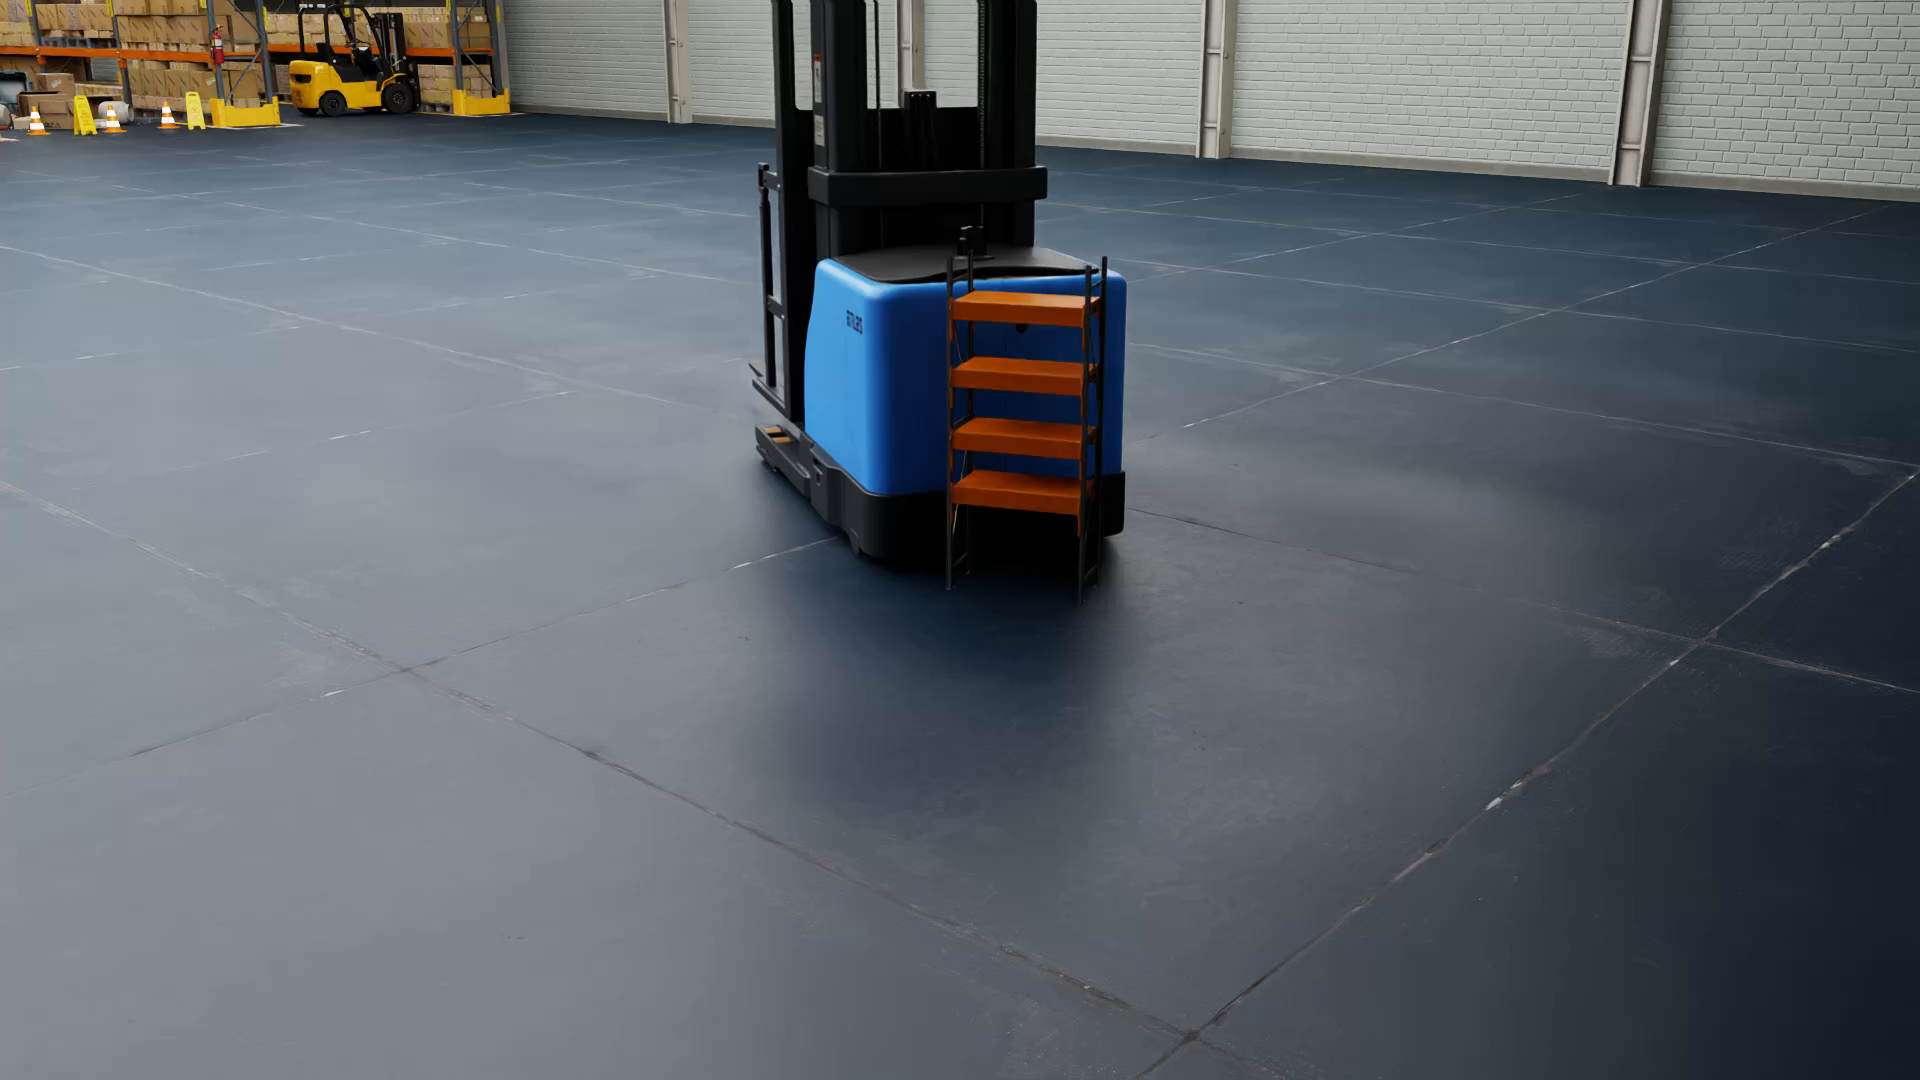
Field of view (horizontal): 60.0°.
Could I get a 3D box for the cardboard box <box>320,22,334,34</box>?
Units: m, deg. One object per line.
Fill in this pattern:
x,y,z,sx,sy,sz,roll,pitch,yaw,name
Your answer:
-13.799,-11.349,36.834,0.500,0.250,0.500,14,23,38,cardboard box

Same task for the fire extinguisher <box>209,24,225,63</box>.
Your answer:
-13.393,-8.949,29.977,0.183,0.674,0.296,15,23,39,fire extinguisher

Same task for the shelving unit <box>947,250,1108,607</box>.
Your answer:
0.232,-0.396,5.874,0.503,1.200,0.258,6,19,18,shelving unit

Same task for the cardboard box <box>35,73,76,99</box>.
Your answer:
-17.324,-8.677,31.873,0.500,0.500,0.500,15,23,39,cardboard box

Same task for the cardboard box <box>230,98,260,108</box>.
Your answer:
-13.593,-8.227,31.427,0.500,0.250,0.500,15,23,39,cardboard box

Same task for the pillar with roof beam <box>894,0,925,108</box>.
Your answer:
-3.686,-10.056,23.422,0.400,9.000,9.100,15,23,39,pillar with roof beam

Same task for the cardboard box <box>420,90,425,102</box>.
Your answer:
-11.176,-9.353,34.976,0.500,0.250,0.500,15,23,40,cardboard box

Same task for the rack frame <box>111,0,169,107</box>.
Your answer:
-16.165,-9.916,32.897,0.127,3.000,1.000,15,23,39,rack frame

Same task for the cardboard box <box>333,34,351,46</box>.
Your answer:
-13.423,-11.010,36.593,0.500,0.250,0.500,16,23,40,cardboard box

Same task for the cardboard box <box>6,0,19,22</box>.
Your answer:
-20.106,-11.389,35.721,0.500,0.500,0.500,16,23,40,cardboard box

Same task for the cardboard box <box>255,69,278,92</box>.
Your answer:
-16.324,-10.888,39.398,0.500,0.500,0.500,16,24,41,cardboard box

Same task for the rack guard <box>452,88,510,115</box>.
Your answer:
-9.863,-9.040,34.271,0.348,0.500,1.175,15,23,39,rack guard

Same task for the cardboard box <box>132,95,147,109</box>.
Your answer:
-15.903,-8.626,32.684,0.500,0.250,0.500,14,22,37,cardboard box

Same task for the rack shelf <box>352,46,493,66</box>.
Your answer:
-11.377,-10.295,35.282,4.000,0.370,1.077,15,23,39,rack shelf

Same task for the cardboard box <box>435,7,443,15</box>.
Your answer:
-10.494,-10.802,33.960,0.250,0.149,0.380,15,23,39,cardboard box

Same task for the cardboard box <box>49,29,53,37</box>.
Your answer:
-18.848,-10.628,34.862,0.250,0.149,0.380,13,22,36,cardboard box

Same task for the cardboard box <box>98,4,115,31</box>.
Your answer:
-16.663,-10.346,32.902,0.500,0.500,0.500,15,23,38,cardboard box

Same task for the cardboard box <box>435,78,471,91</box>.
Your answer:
-10.453,-9.391,34.269,0.500,0.250,0.500,15,23,39,cardboard box

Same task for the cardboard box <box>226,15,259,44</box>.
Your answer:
-13.343,-9.460,30.804,0.500,0.500,0.500,15,23,38,cardboard box

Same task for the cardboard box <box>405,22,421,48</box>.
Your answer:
-11.189,-10.533,34.675,0.500,0.500,0.500,14,23,38,cardboard box

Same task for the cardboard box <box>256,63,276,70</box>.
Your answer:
-16.402,-11.202,39.317,0.250,0.149,0.380,14,22,37,cardboard box

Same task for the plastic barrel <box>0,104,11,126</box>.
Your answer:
-17.508,-7.667,30.070,0.512,0.421,0.421,-3,18,-8,plastic barrel

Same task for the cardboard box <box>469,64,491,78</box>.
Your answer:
-10.115,-9.742,34.548,0.500,0.250,0.500,15,23,38,cardboard box

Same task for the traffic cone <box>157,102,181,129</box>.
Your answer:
-14.351,-7.698,30.103,0.334,0.463,0.336,15,23,39,traffic cone

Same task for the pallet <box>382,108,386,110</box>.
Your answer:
-12.306,-9.541,36.327,1.213,0.211,1.003,15,23,39,pallet

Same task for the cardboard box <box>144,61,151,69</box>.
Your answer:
-15.463,-9.151,32.027,0.250,0.149,0.380,16,24,41,cardboard box

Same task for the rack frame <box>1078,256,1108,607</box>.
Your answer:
0.462,-0.371,5.798,0.015,1.200,0.240,6,19,18,rack frame

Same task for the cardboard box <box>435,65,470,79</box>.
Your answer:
-10.433,-9.624,34.178,0.500,0.250,0.500,16,24,41,cardboard box

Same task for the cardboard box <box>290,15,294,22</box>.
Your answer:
-15.000,-11.876,37.838,0.250,0.149,0.380,15,23,40,cardboard box

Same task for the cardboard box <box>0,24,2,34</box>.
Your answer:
-20.858,-11.230,36.460,0.500,0.250,0.500,14,22,38,cardboard box

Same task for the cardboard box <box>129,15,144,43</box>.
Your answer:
-15.630,-9.858,32.059,0.500,0.500,0.500,15,23,39,cardboard box

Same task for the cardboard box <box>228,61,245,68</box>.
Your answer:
-17.525,-11.536,40.368,0.250,0.149,0.380,15,23,39,cardboard box

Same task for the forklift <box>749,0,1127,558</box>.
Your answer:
-0.315,-1.736,7.237,1.130,2.935,3.031,-6,19,-18,forklift

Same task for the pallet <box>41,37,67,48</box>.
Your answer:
-18.553,-10.509,35.082,1.003,0.211,1.213,15,23,39,pallet

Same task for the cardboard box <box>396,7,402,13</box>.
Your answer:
-11.617,-11.120,34.963,0.250,0.149,0.380,15,23,39,cardboard box

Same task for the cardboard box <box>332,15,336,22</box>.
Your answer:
-13.629,-11.524,36.726,0.250,0.149,0.380,15,23,39,cardboard box

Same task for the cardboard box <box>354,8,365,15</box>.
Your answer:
-12.831,-11.407,35.867,0.250,0.149,0.380,16,23,40,cardboard box

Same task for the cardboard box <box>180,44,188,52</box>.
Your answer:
-14.248,-9.147,30.889,0.250,0.149,0.380,16,23,40,cardboard box

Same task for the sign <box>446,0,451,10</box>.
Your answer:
-10.252,-10.781,33.319,0.005,0.325,0.100,15,23,39,sign

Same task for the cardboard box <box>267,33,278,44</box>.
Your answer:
-15.695,-11.627,38.537,0.500,0.250,0.500,15,23,39,cardboard box

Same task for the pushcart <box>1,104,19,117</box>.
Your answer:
-17.641,-8.140,31.637,0.936,0.377,1.648,7,19,21,pushcart

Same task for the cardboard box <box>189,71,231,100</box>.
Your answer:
-13.945,-8.462,30.927,0.500,0.500,0.500,15,23,40,cardboard box

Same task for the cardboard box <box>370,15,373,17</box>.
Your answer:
-12.401,-11.175,35.628,0.250,0.149,0.380,15,23,39,cardboard box

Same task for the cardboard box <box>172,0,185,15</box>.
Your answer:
-14.074,-9.935,30.648,0.500,0.500,0.700,15,23,40,cardboard box

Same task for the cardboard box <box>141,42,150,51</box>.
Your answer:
-15.538,-9.517,32.057,0.250,0.149,0.380,16,24,41,cardboard box

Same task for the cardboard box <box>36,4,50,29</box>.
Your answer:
-18.974,-10.966,34.855,0.500,0.500,0.500,14,22,38,cardboard box

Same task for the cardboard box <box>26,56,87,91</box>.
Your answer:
-19.618,-10.064,36.182,0.875,0.875,0.875,15,23,39,cardboard box

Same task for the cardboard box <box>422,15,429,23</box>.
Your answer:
-10.869,-10.762,34.327,0.250,0.149,0.380,15,23,39,cardboard box
